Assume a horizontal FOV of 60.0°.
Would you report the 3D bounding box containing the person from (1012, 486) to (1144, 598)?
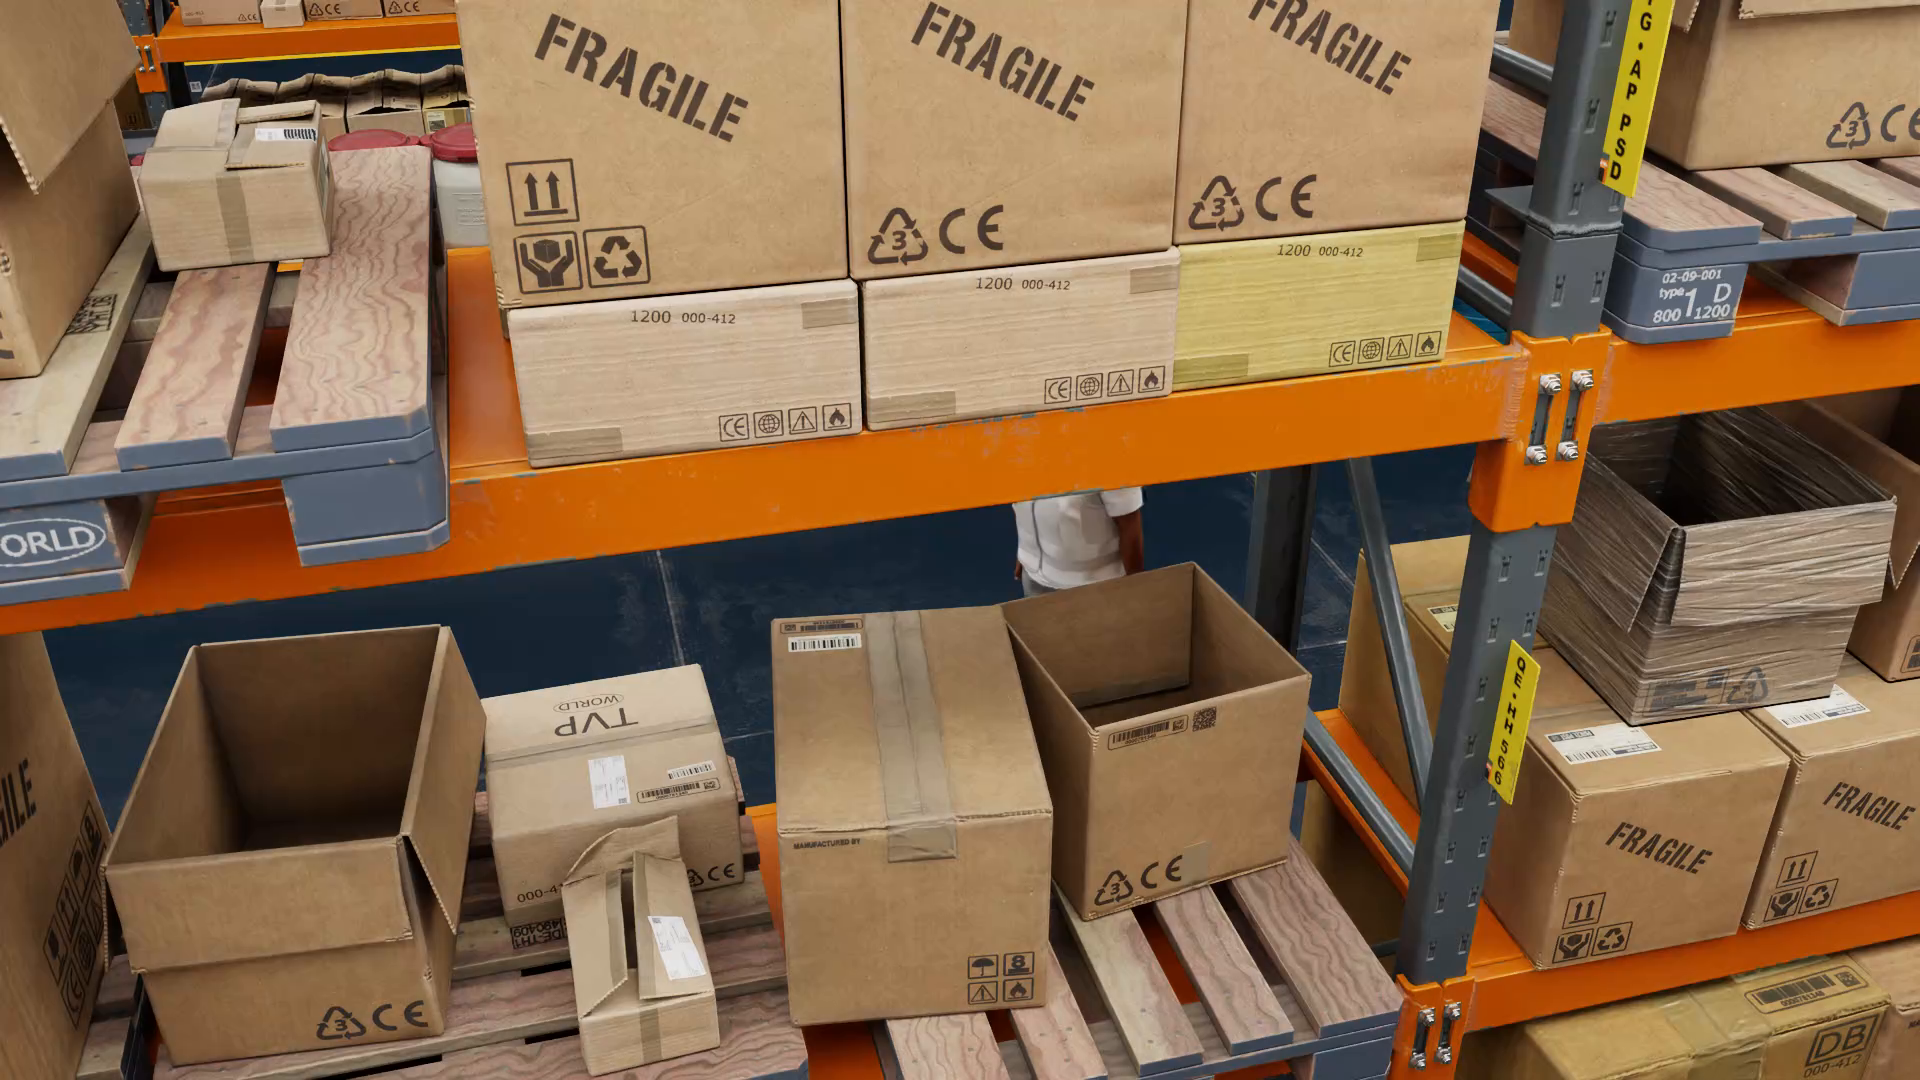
[{"bbox_3d":[0.427,0.089,5.946,0.562,1.760,0.620,-23,37,-34],"label":"person"}]
